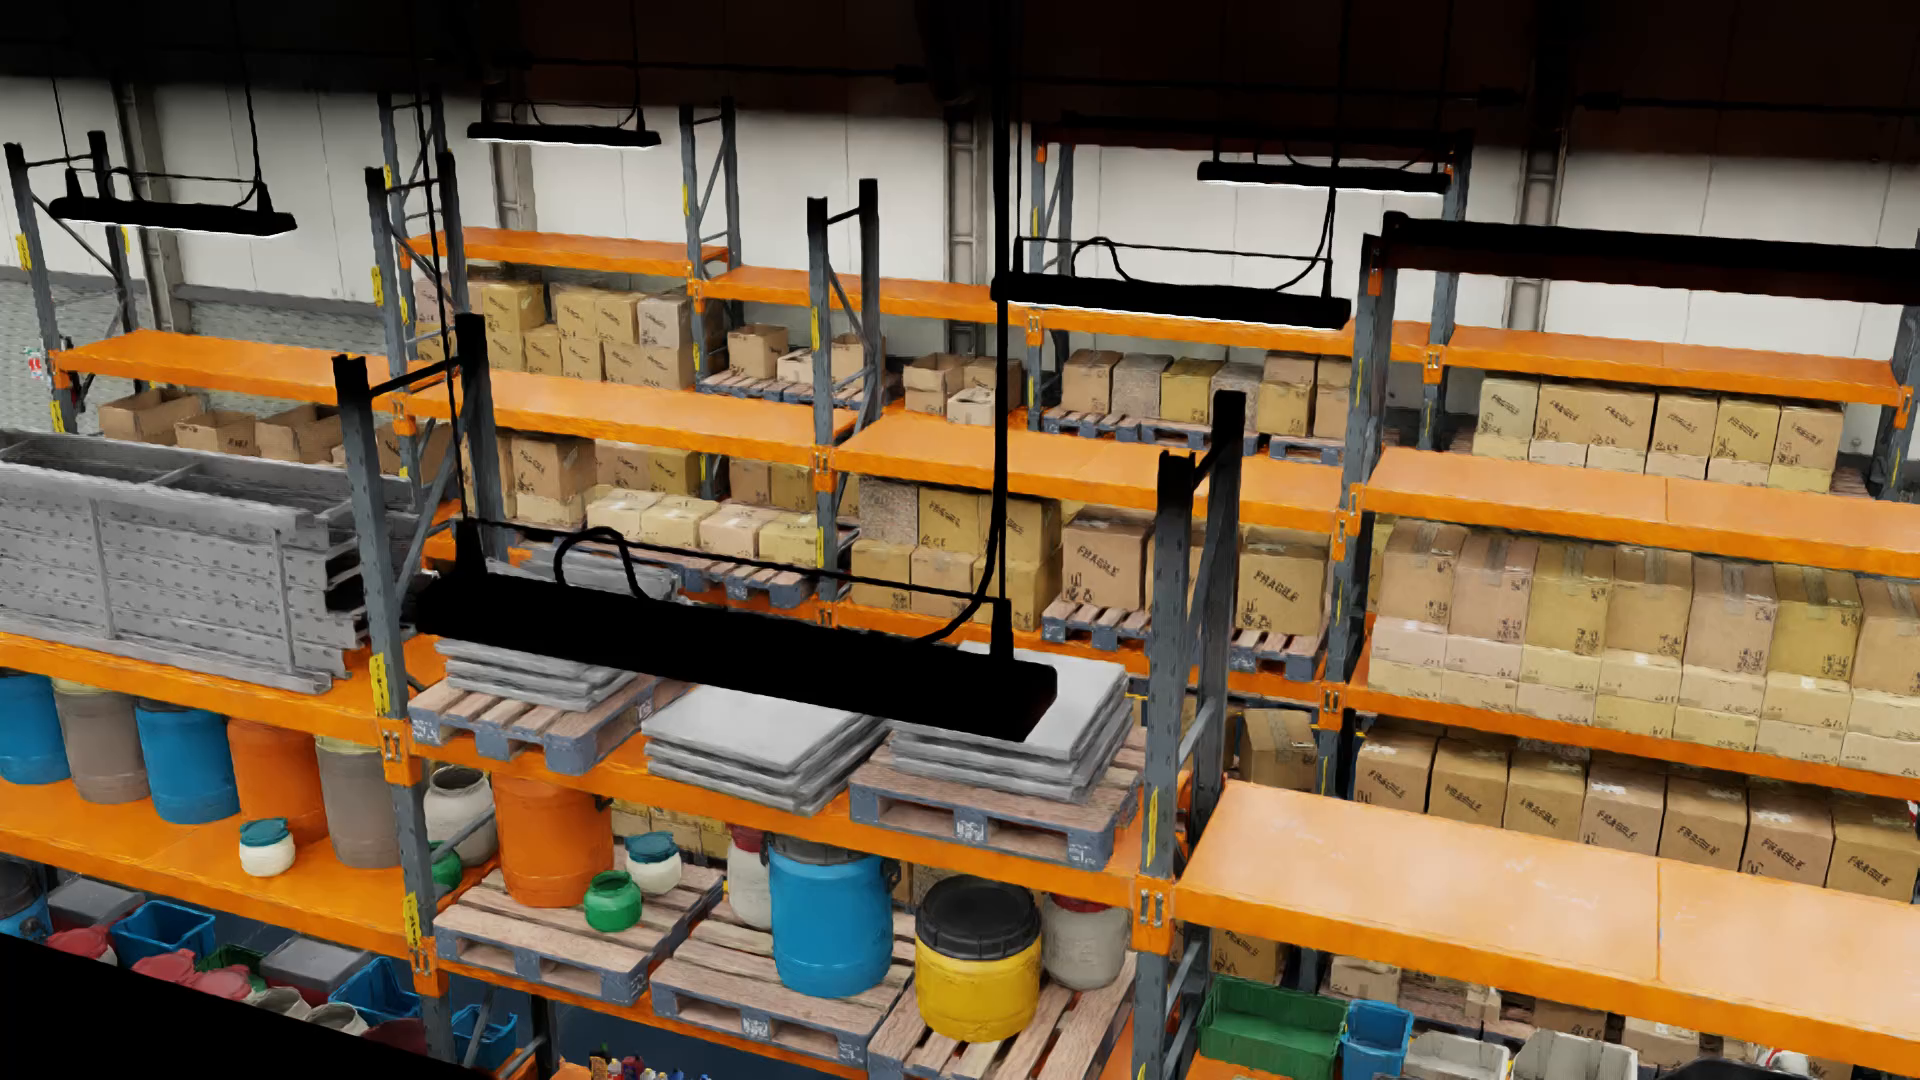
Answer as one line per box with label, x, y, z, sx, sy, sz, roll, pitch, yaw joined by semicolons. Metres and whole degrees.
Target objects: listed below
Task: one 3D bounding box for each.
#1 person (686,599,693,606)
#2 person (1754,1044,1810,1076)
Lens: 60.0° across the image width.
person;-2.911;1.171;16.782;0.638;1.782;0.515;-3;21;-9
person;5.146;3.615;10.477;0.547;1.742;0.641;7;22;18
